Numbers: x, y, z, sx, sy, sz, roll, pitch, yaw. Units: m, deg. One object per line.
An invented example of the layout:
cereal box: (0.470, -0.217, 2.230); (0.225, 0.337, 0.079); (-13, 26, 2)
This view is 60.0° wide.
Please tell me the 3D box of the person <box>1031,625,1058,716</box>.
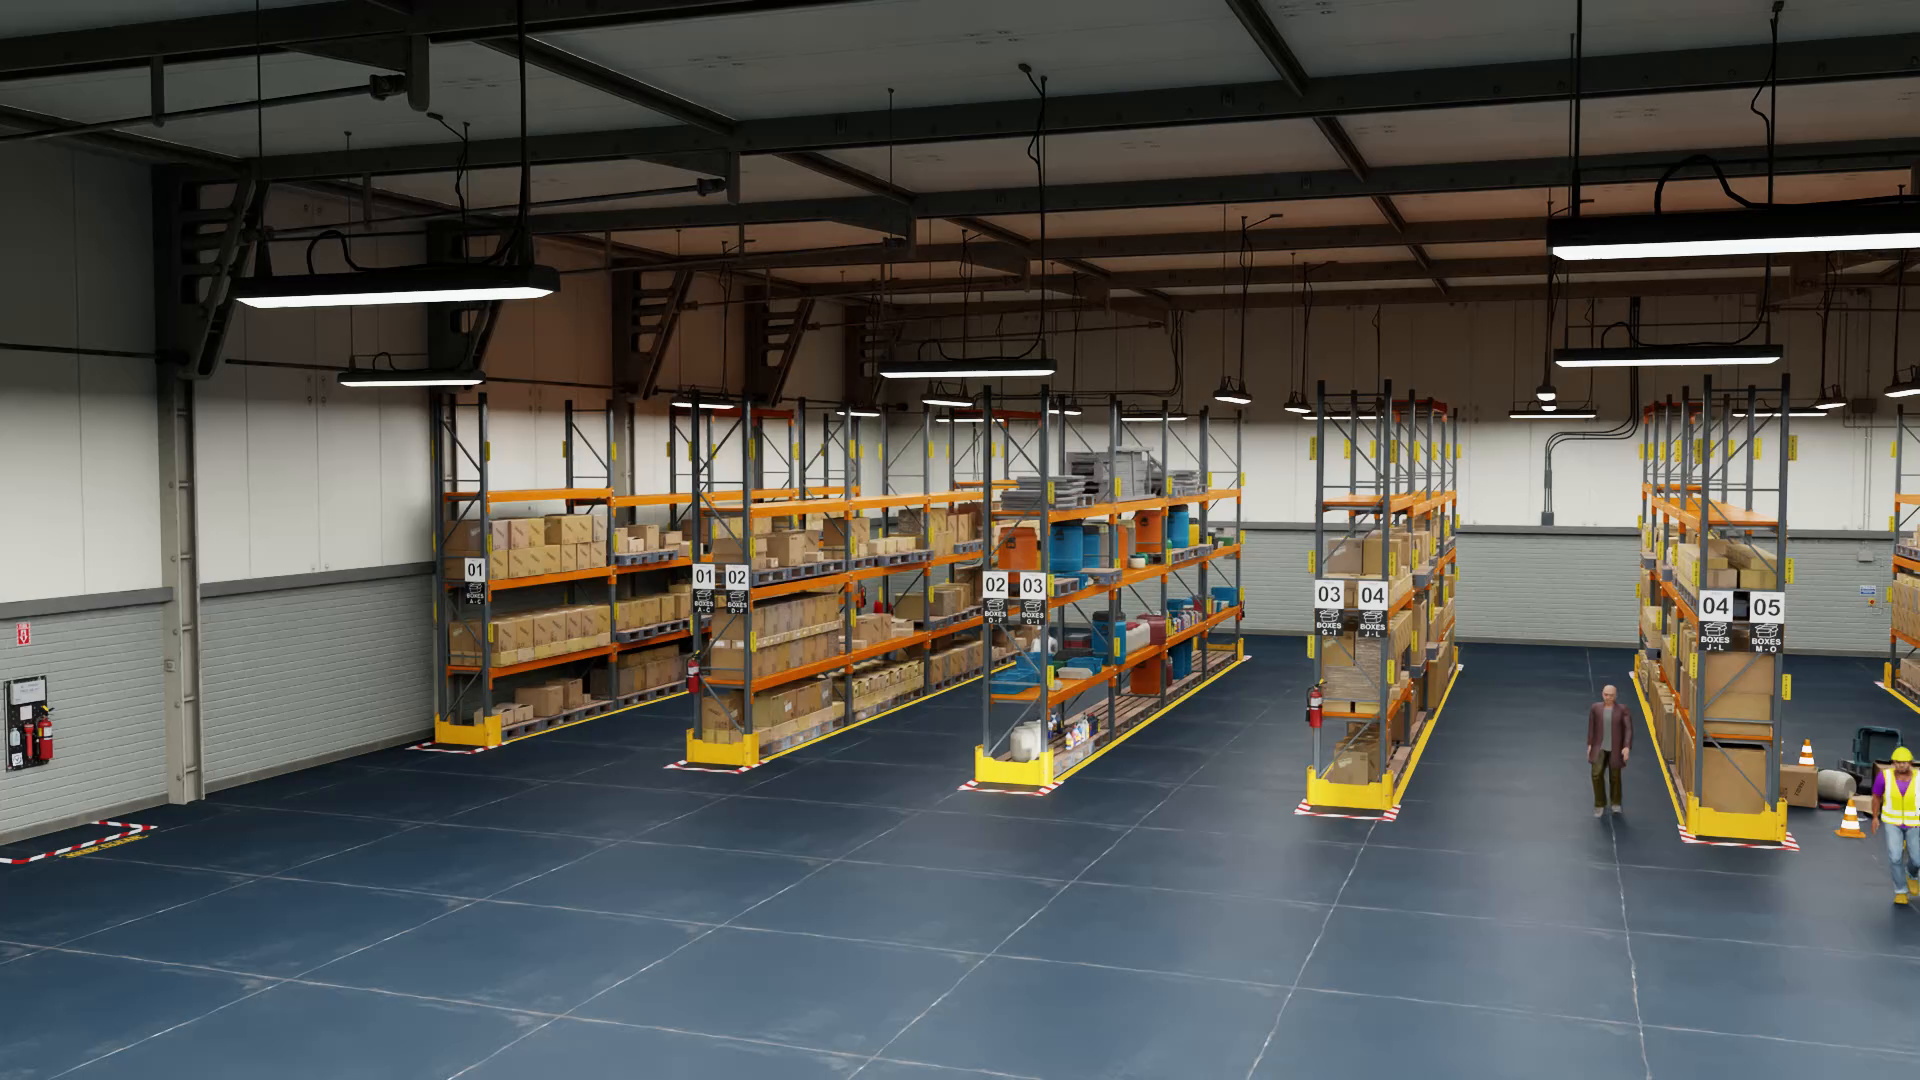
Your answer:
person: (1.570, 2.424, 31.626); (0.554, 1.733, 0.910); (2, 4, 33)

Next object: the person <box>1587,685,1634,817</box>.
person: (8.951, 2.917, 22.921); (0.631, 1.845, 0.595); (2, 4, 33)

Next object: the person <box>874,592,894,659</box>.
person: (-1.717, 1.952, 37.710); (0.598, 1.702, 0.514); (2, 3, 28)

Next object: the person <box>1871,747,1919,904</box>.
person: (10.510, 3.149, 18.522); (0.636, 1.739, 0.678); (2, 3, 29)
